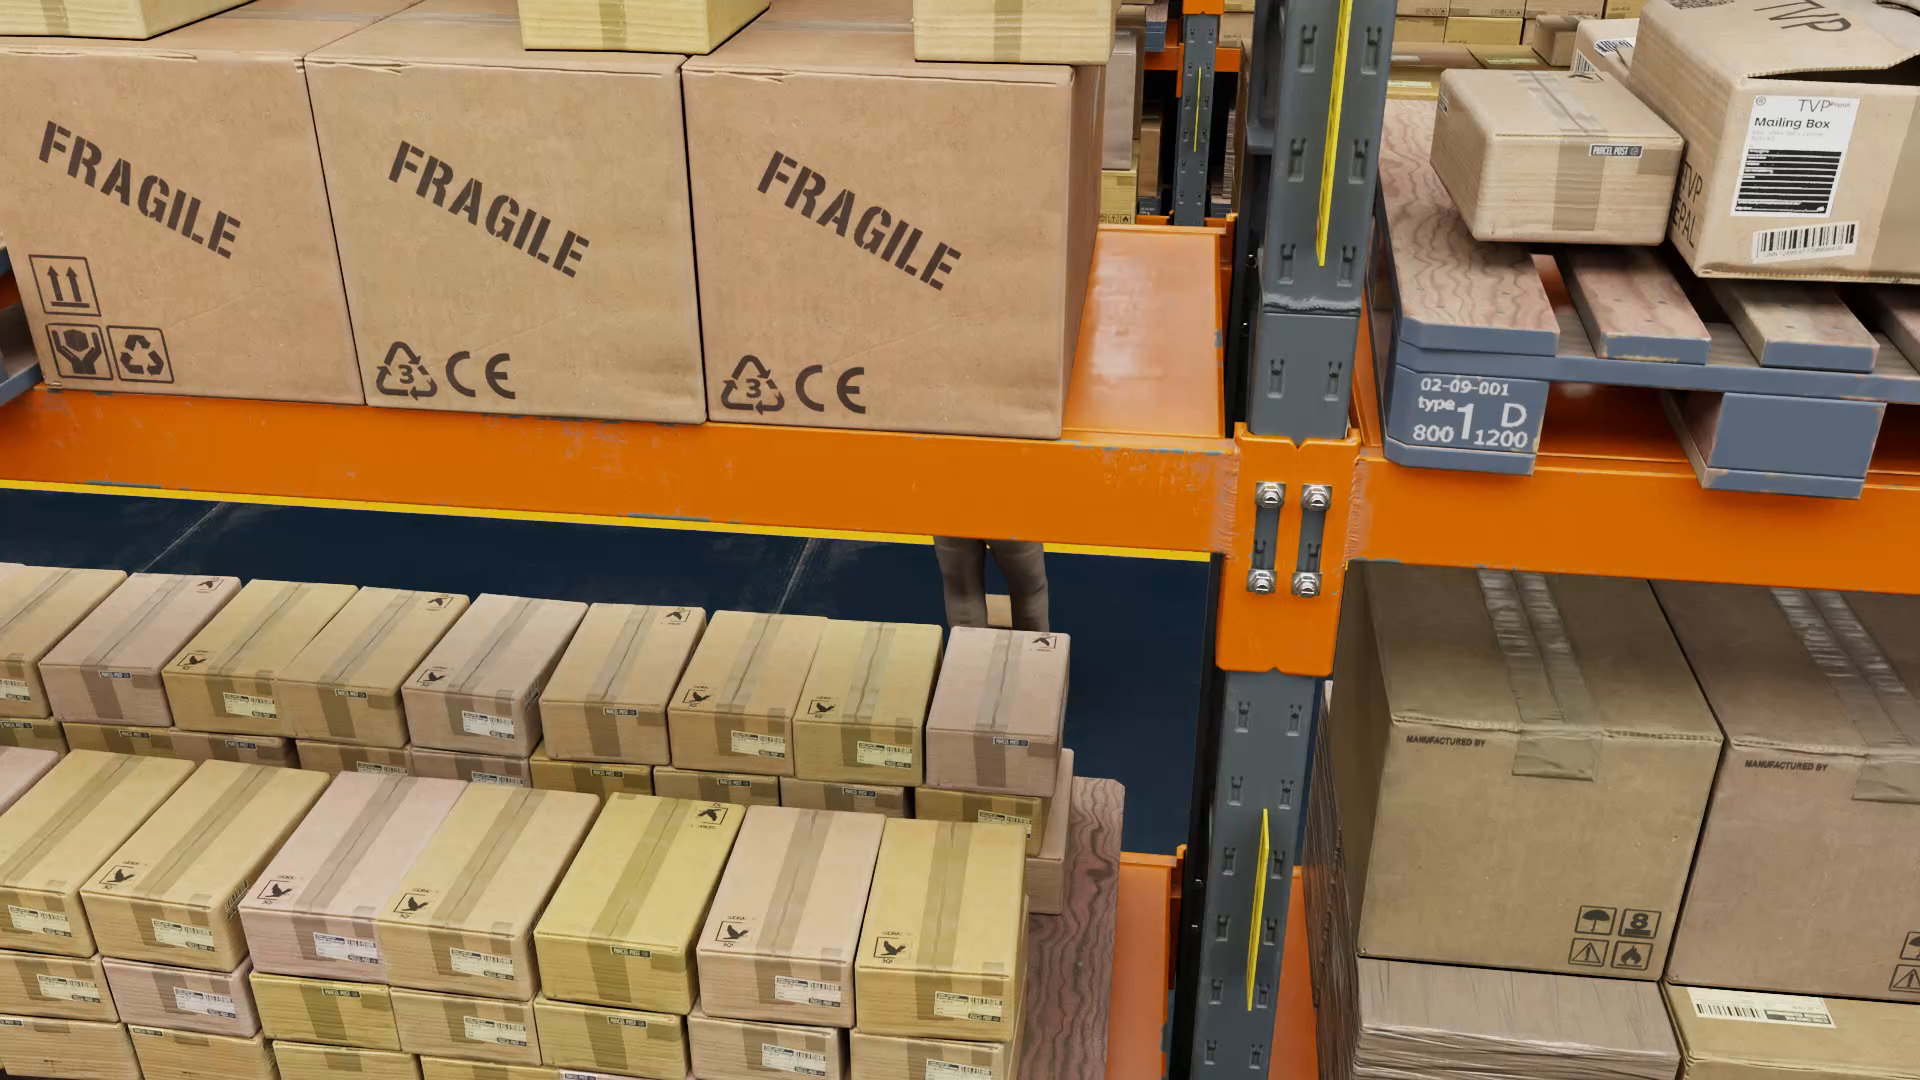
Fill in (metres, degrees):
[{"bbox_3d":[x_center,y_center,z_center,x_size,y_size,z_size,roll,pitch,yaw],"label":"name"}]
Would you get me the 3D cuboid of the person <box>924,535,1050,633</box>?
[{"bbox_3d":[0.111,-0.164,6.428,0.640,1.727,0.551,3,28,6],"label":"person"}]
